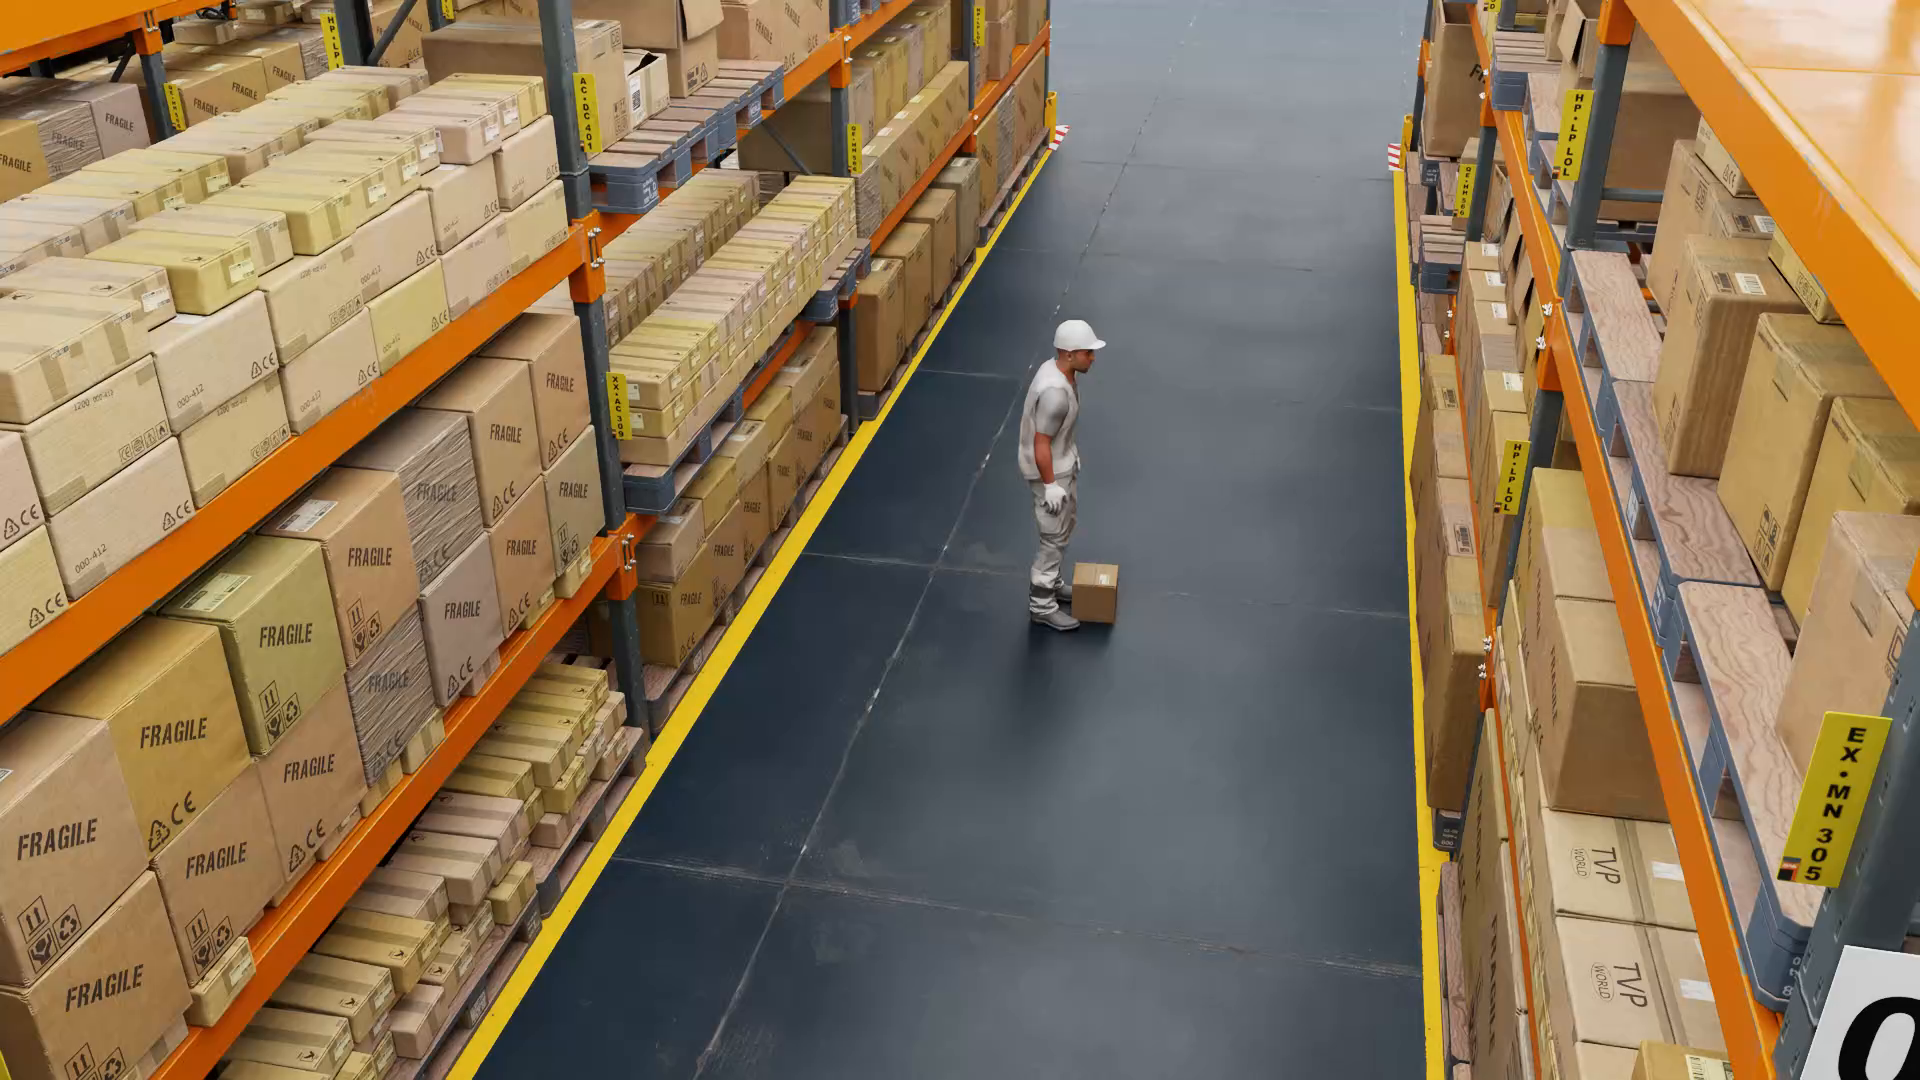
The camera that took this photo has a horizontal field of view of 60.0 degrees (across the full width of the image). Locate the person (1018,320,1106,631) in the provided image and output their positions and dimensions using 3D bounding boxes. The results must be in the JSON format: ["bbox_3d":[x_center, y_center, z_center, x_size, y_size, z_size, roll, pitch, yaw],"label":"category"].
[{"bbox_3d":[0.555,-0.384,9.315,0.452,1.778,0.606,6,29,11],"label":"person"}]
